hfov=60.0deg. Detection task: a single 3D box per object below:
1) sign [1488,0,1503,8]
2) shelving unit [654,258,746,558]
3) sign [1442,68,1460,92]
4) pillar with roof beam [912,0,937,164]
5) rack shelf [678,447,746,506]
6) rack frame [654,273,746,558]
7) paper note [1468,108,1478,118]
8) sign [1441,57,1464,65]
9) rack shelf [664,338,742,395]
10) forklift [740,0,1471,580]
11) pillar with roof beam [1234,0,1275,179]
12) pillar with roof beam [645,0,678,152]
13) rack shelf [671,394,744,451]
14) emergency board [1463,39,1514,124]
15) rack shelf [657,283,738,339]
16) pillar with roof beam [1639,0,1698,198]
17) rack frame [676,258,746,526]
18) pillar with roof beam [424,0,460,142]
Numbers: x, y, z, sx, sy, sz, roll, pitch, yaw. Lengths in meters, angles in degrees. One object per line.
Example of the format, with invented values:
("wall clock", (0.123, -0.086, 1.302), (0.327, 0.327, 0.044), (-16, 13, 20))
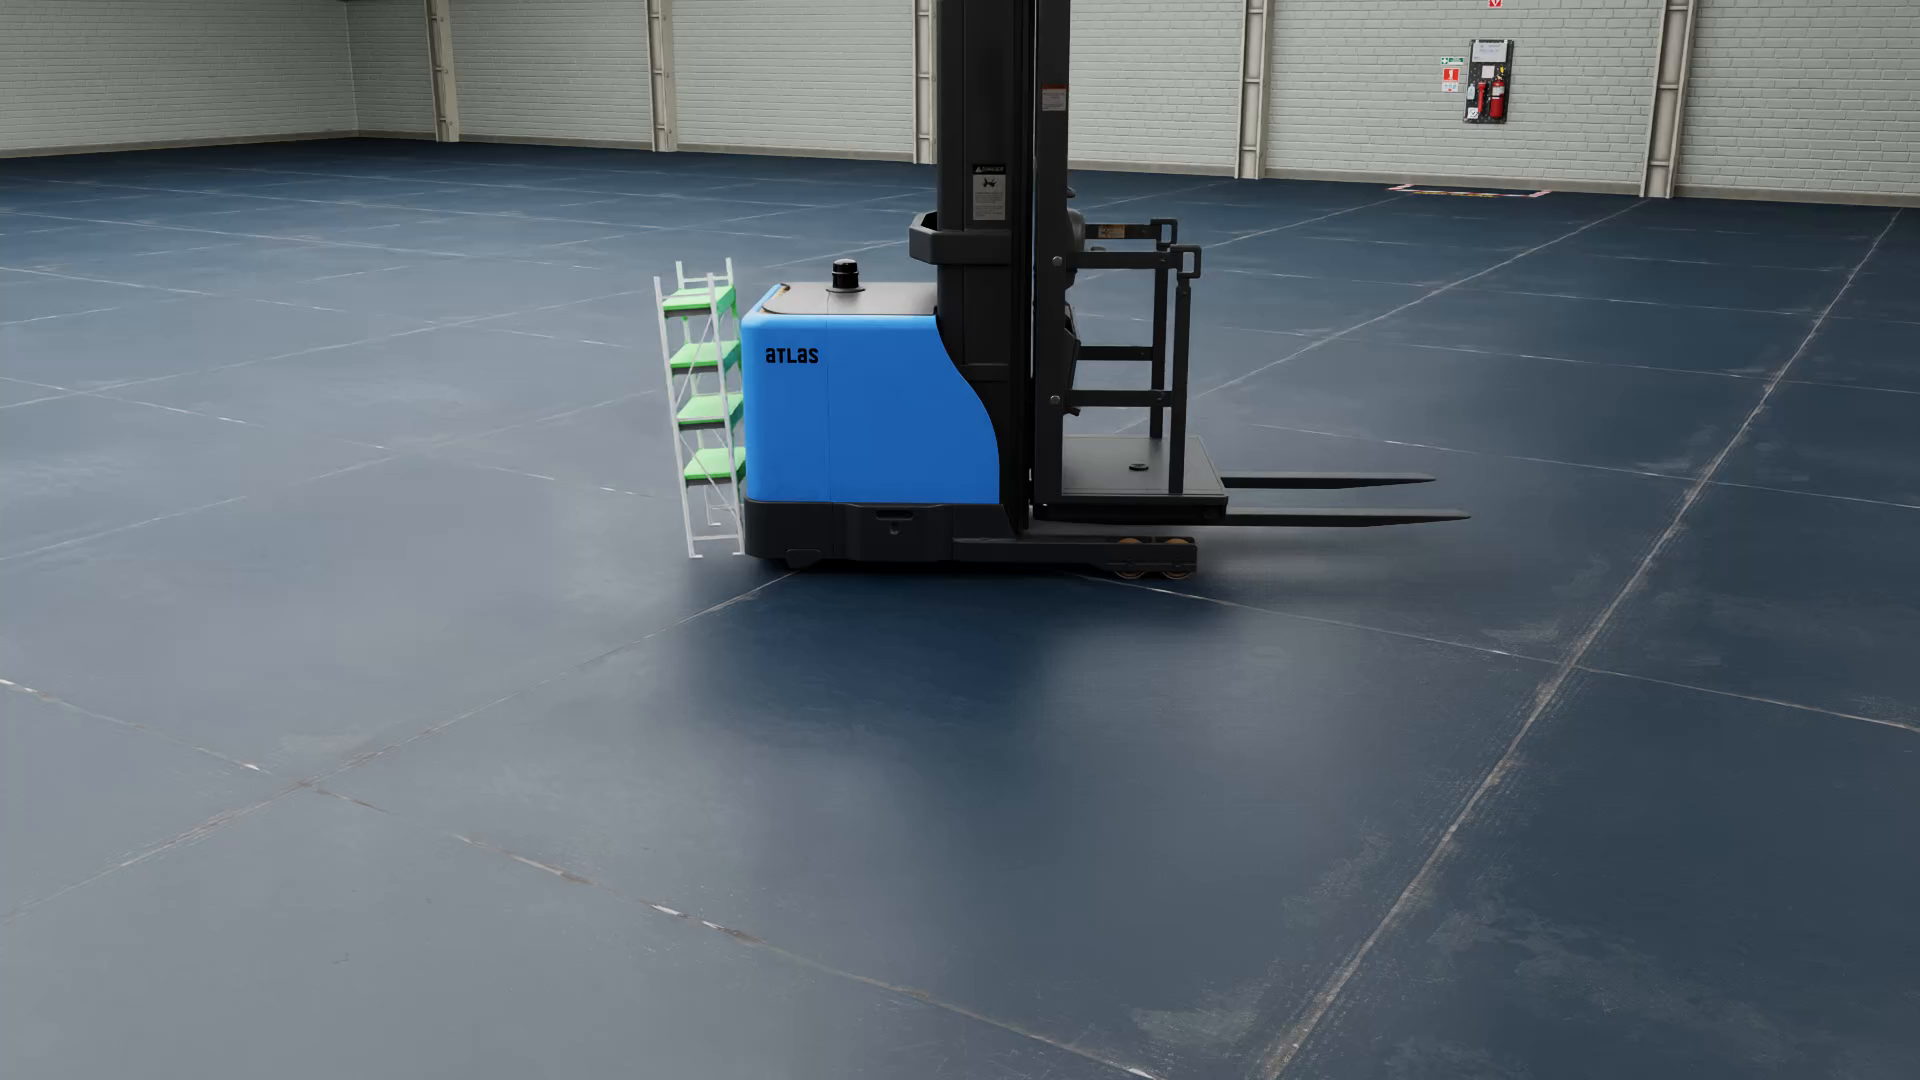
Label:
("sign", (7.616, -7.717, 23.638), (0.199, 0.298, 0.001), (10, 20, 30))
("shelving unit", (-1.077, -0.576, 7.182), (0.258, 1.200, 0.503), (-4, 17, 2))
("sign", (7.154, -6.709, 24.245), (0.234, 0.329, 0.001), (10, 20, 30))
("pillar with roof beam", (-2.822, -9.826, 24.248), (0.400, 9.000, 9.100), (10, 20, 30))
("rack shelf", (-1.055, -0.286, 7.270), (0.258, 0.148, 0.480), (-4, 17, 2))
("rack frame", (-1.083, -0.505, 6.949), (0.240, 1.200, 0.015), (-4, 17, 2))
("paper note", (7.456, -6.205, 24.163), (0.142, 0.148, 0.016), (10, 20, 30))
("sign", (7.153, -6.960, 24.159), (0.331, 0.109, 0.001), (10, 20, 30))
("rack shelf", (-1.091, -0.744, 7.132), (0.258, 0.148, 0.480), (-4, 17, 2))
("forklift", (0.629, -1.397, 6.936), (3.031, 2.935, 1.130), (1, 17, 2))
("pillar with roof beam", (2.291, -8.914, 21.244), (0.400, 9.000, 9.100), (10, 20, 30))
("pillar with roof beam", (-7.934, -10.739, 27.253), (0.400, 9.000, 9.100), (10, 20, 30))
("rack shelf", (-1.073, -0.515, 7.201), (0.258, 0.148, 0.480), (-4, 17, 2))
("emergency board", (7.571, -6.582, 23.890), (0.643, 1.169, 0.194), (10, 20, 30))
("rack shelf", (-1.109, -0.973, 7.063), (0.258, 0.148, 0.480), (-4, 17, 2))
("pillar with roof beam", (7.404, -8.001, 18.239), (0.400, 9.000, 9.100), (10, 20, 30))
("rack frame", (-1.072, -0.647, 7.416), (0.240, 1.200, 0.015), (-4, 17, 2))
("pillar with roof beam", (-13.047, -11.652, 30.257), (0.400, 9.000, 9.100), (10, 20, 30))
